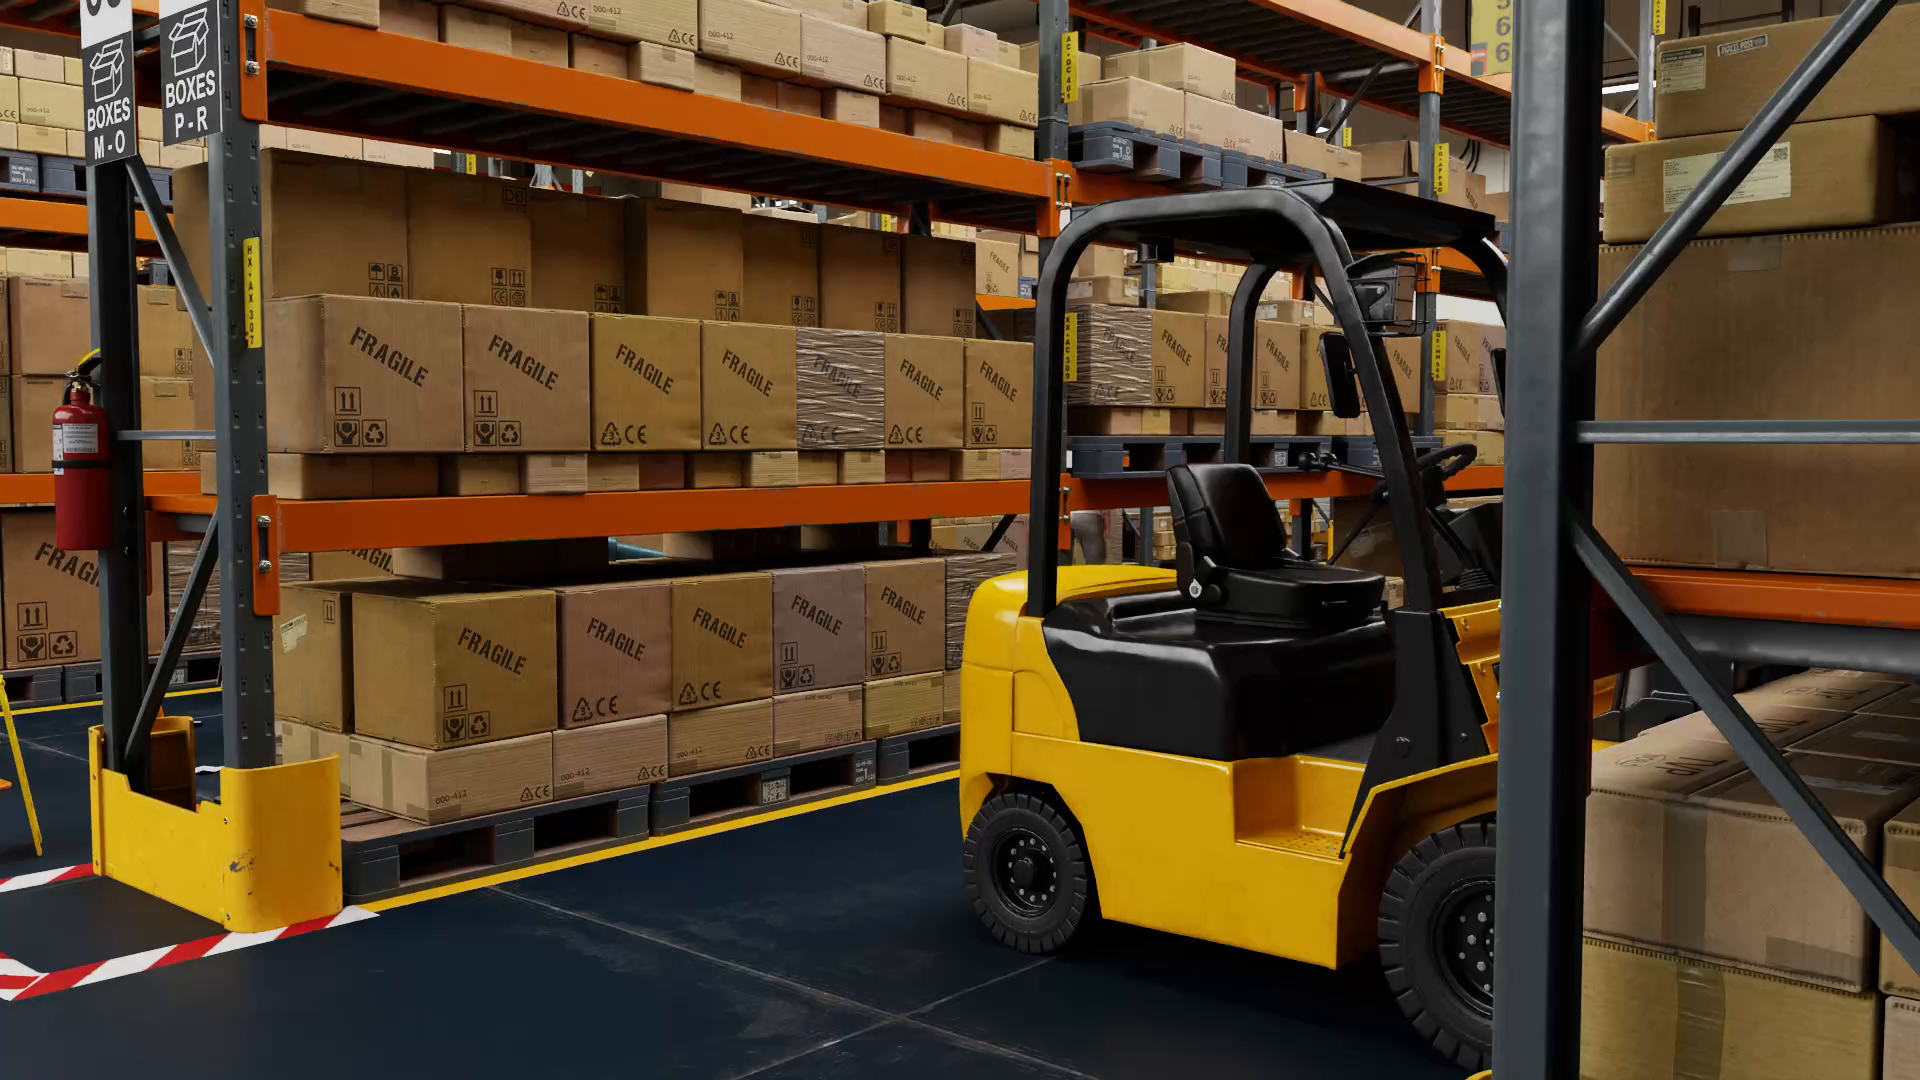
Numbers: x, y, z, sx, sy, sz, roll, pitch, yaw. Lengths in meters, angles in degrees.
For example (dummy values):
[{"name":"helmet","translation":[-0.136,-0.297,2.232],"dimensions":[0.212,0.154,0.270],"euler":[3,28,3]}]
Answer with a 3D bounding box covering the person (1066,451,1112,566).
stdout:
[{"name":"person","translation":[0.845,-0.164,12.303],"dimensions":[0.569,1.755,0.544],"euler":[1,4,13]}]
